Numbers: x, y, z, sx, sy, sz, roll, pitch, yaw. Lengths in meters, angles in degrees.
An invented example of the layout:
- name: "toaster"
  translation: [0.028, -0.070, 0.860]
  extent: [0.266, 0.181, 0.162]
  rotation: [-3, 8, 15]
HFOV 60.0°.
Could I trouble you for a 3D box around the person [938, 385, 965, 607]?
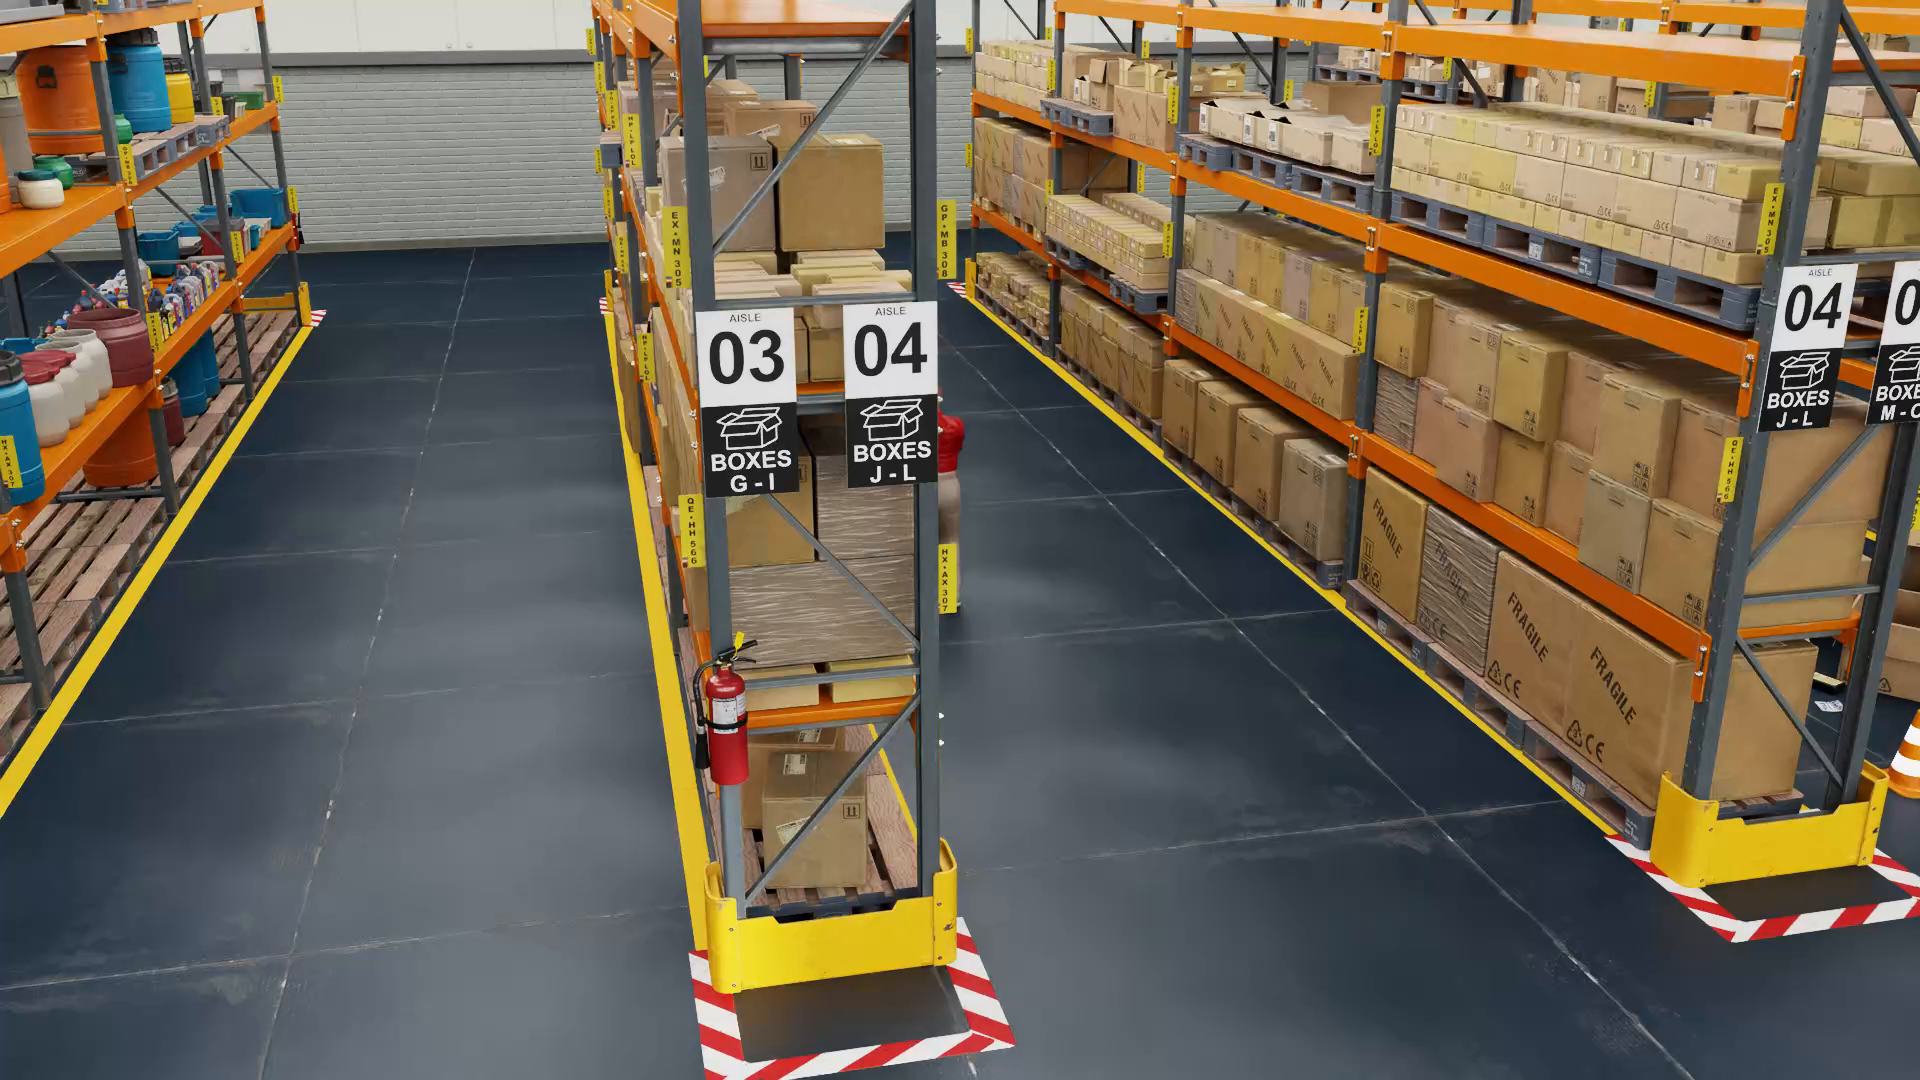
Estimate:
- name: "person"
  translation: [-0.241, -0.353, 12.111]
  extent: [0.494, 1.716, 0.537]
  rotation: [-5, 20, -15]
